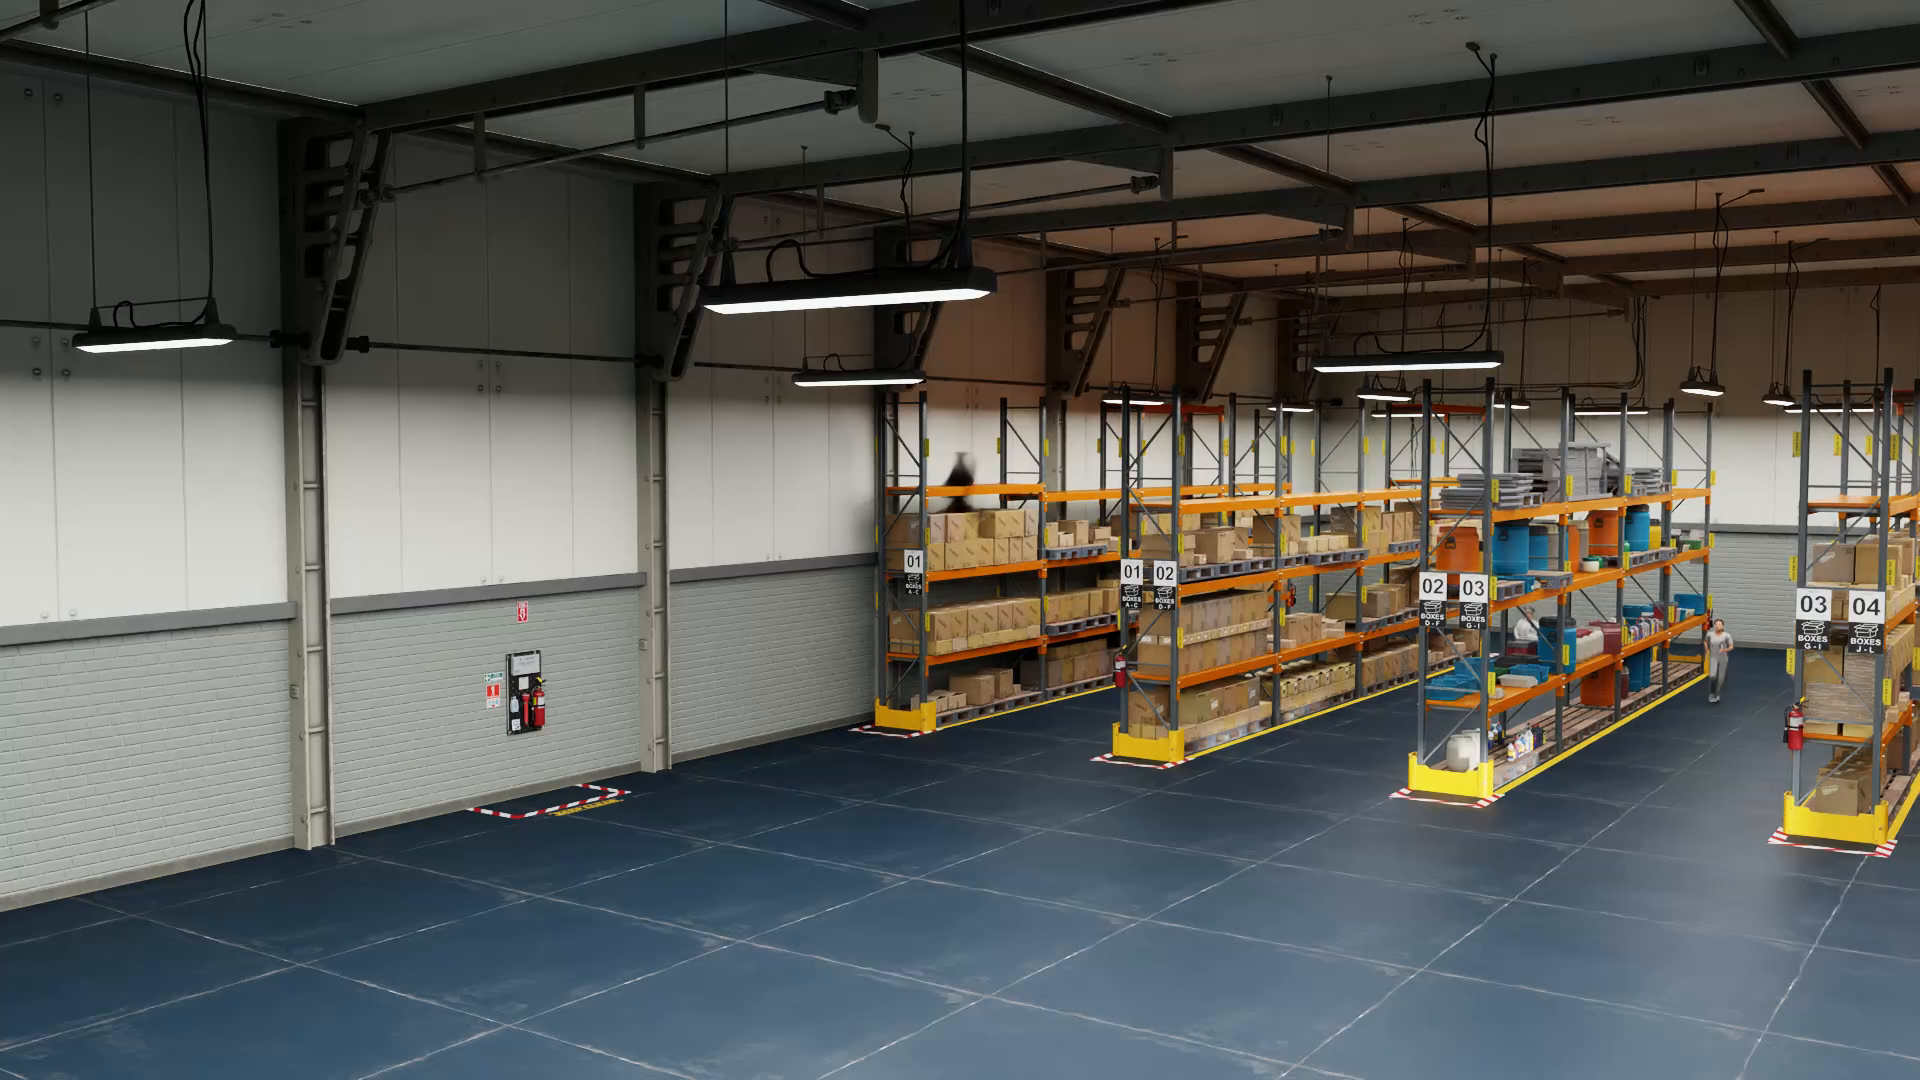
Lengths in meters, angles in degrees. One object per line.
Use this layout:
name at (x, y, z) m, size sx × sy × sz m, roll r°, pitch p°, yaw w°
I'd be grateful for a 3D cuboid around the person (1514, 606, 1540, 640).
person at (11.827, 2.235, 34.719) m, size 0.568 × 1.712 × 0.685 m, roll 2°, pitch 4°, yaw 27°

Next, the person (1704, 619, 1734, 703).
person at (14.816, 2.361, 32.491) m, size 0.536 × 1.647 × 0.663 m, roll 1°, pitch 3°, yaw 25°

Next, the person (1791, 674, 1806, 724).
person at (15.104, 2.563, 29.696) m, size 0.557 × 1.595 × 0.674 m, roll 1°, pitch 3°, yaw 23°
